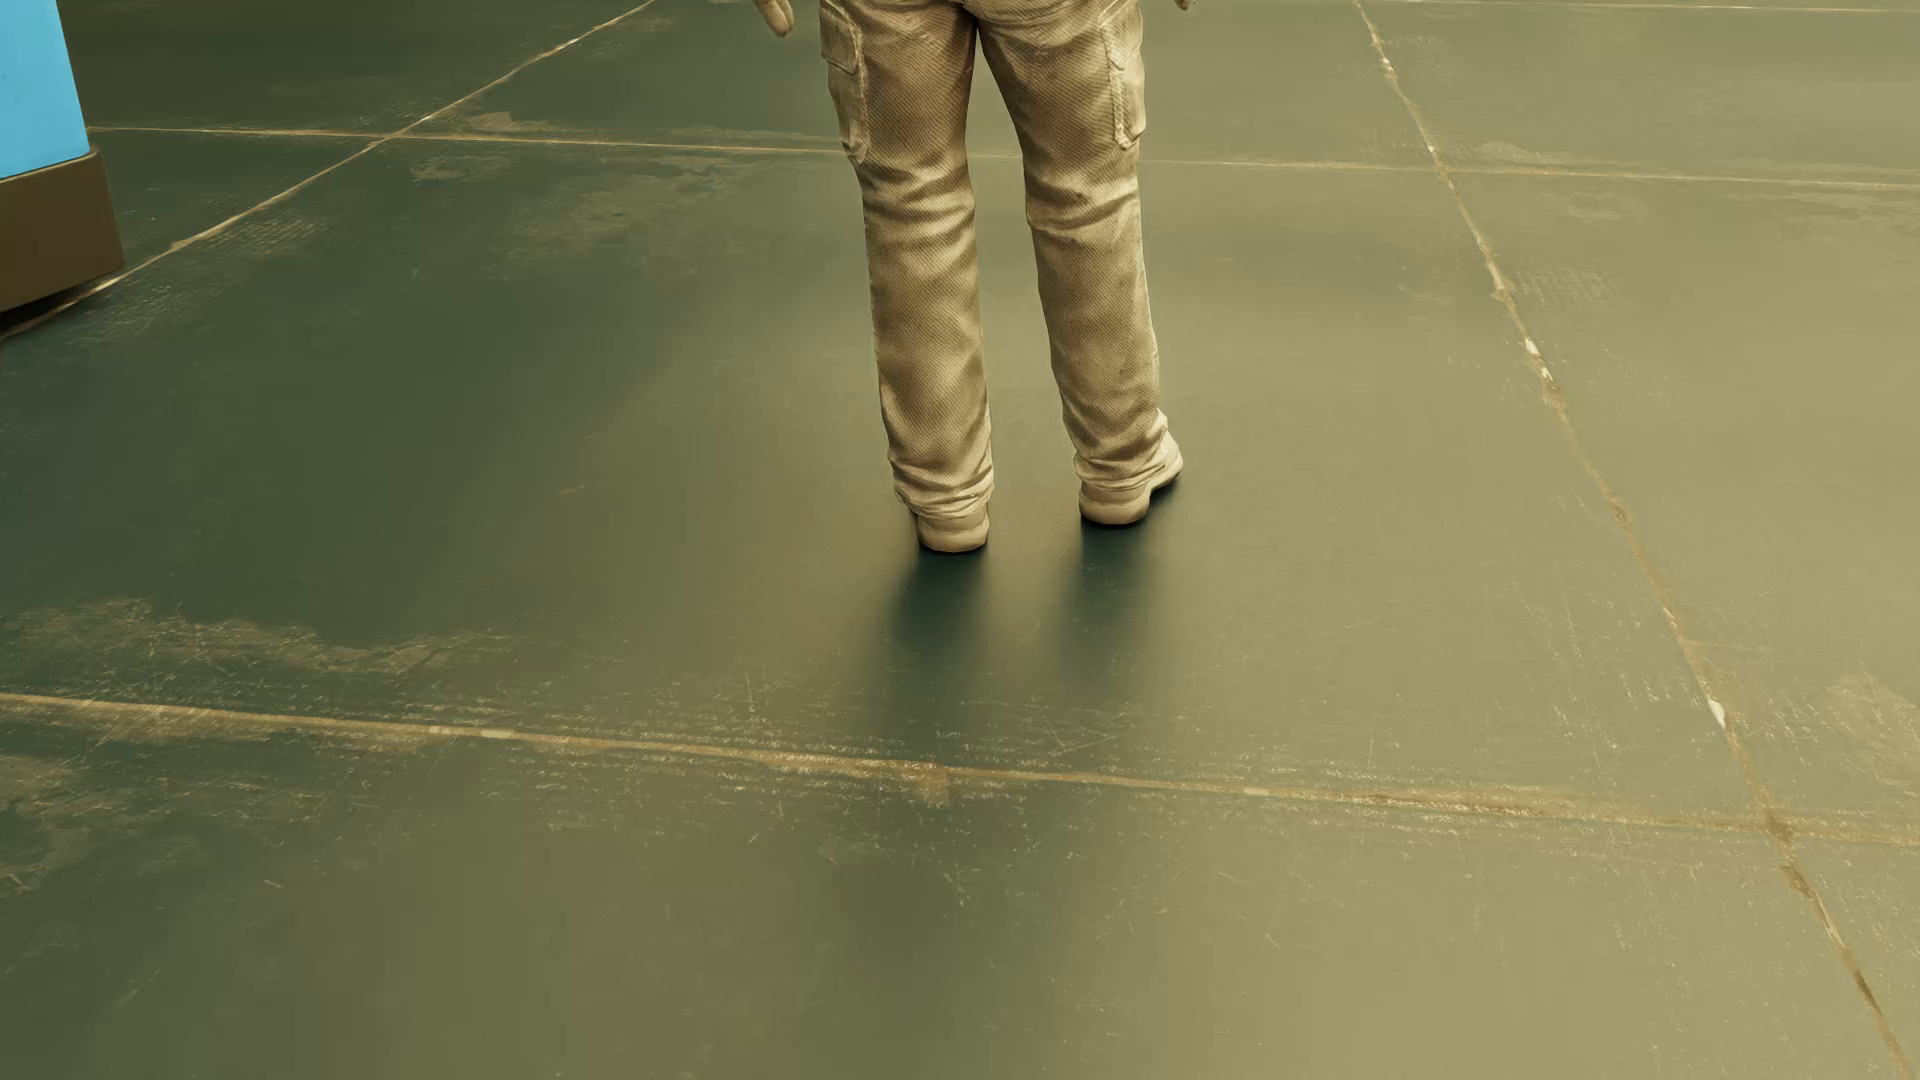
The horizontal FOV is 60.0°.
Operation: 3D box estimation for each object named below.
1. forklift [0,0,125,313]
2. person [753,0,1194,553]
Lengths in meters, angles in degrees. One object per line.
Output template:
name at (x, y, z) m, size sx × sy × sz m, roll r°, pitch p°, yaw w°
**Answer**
forklift at (-3.323, -1.866, 2.957) m, size 3.031 × 2.935 × 1.130 m, roll 10°, pitch 28°, yaw 19°
person at (0.018, -0.836, 2.162) m, size 0.657 × 1.785 × 0.575 m, roll 3°, pitch 27°, yaw 7°
